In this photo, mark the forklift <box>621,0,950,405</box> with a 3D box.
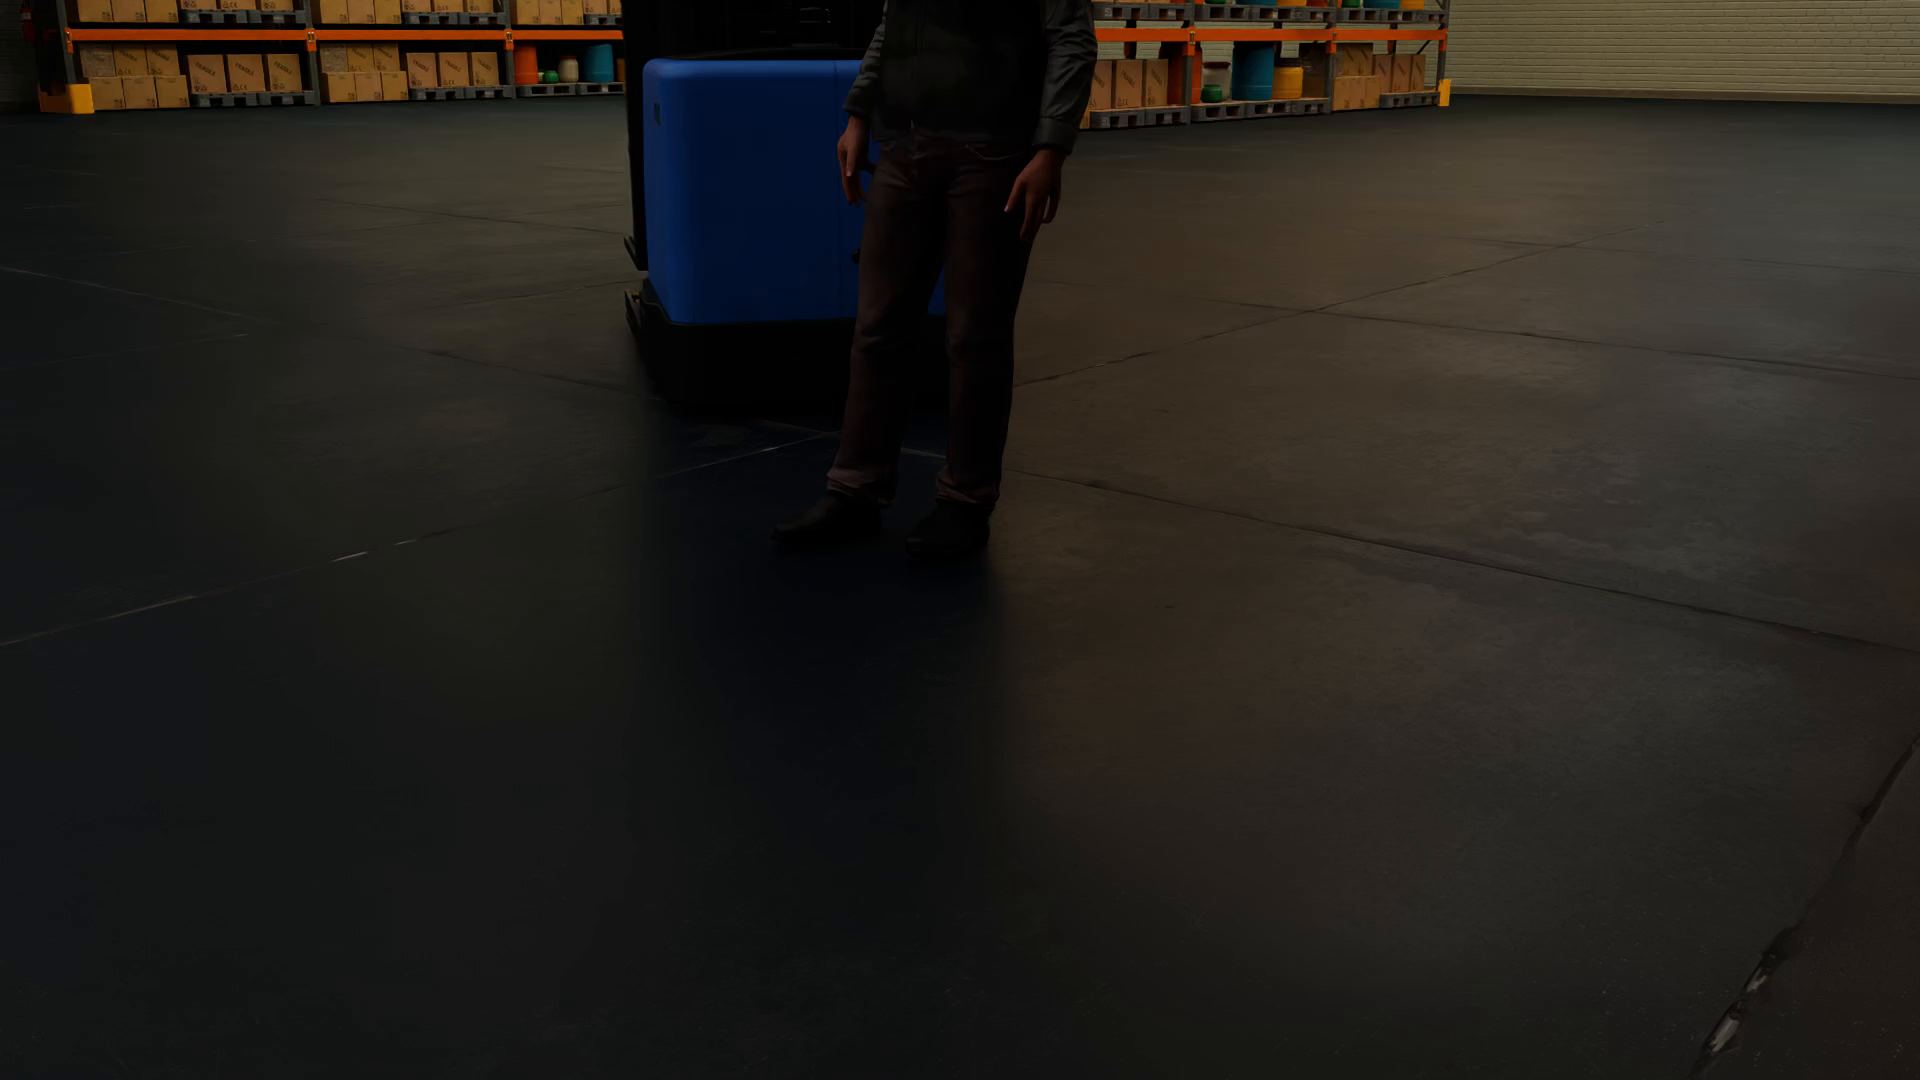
[{"bbox_3d":[-0.731,-2.207,6.166,1.130,2.935,3.031,-4,17,-14],"label":"forklift"}]

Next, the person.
[{"bbox_3d":[-0.046,-0.818,3.649,0.632,1.720,0.568,13,21,37],"label":"person"}]
